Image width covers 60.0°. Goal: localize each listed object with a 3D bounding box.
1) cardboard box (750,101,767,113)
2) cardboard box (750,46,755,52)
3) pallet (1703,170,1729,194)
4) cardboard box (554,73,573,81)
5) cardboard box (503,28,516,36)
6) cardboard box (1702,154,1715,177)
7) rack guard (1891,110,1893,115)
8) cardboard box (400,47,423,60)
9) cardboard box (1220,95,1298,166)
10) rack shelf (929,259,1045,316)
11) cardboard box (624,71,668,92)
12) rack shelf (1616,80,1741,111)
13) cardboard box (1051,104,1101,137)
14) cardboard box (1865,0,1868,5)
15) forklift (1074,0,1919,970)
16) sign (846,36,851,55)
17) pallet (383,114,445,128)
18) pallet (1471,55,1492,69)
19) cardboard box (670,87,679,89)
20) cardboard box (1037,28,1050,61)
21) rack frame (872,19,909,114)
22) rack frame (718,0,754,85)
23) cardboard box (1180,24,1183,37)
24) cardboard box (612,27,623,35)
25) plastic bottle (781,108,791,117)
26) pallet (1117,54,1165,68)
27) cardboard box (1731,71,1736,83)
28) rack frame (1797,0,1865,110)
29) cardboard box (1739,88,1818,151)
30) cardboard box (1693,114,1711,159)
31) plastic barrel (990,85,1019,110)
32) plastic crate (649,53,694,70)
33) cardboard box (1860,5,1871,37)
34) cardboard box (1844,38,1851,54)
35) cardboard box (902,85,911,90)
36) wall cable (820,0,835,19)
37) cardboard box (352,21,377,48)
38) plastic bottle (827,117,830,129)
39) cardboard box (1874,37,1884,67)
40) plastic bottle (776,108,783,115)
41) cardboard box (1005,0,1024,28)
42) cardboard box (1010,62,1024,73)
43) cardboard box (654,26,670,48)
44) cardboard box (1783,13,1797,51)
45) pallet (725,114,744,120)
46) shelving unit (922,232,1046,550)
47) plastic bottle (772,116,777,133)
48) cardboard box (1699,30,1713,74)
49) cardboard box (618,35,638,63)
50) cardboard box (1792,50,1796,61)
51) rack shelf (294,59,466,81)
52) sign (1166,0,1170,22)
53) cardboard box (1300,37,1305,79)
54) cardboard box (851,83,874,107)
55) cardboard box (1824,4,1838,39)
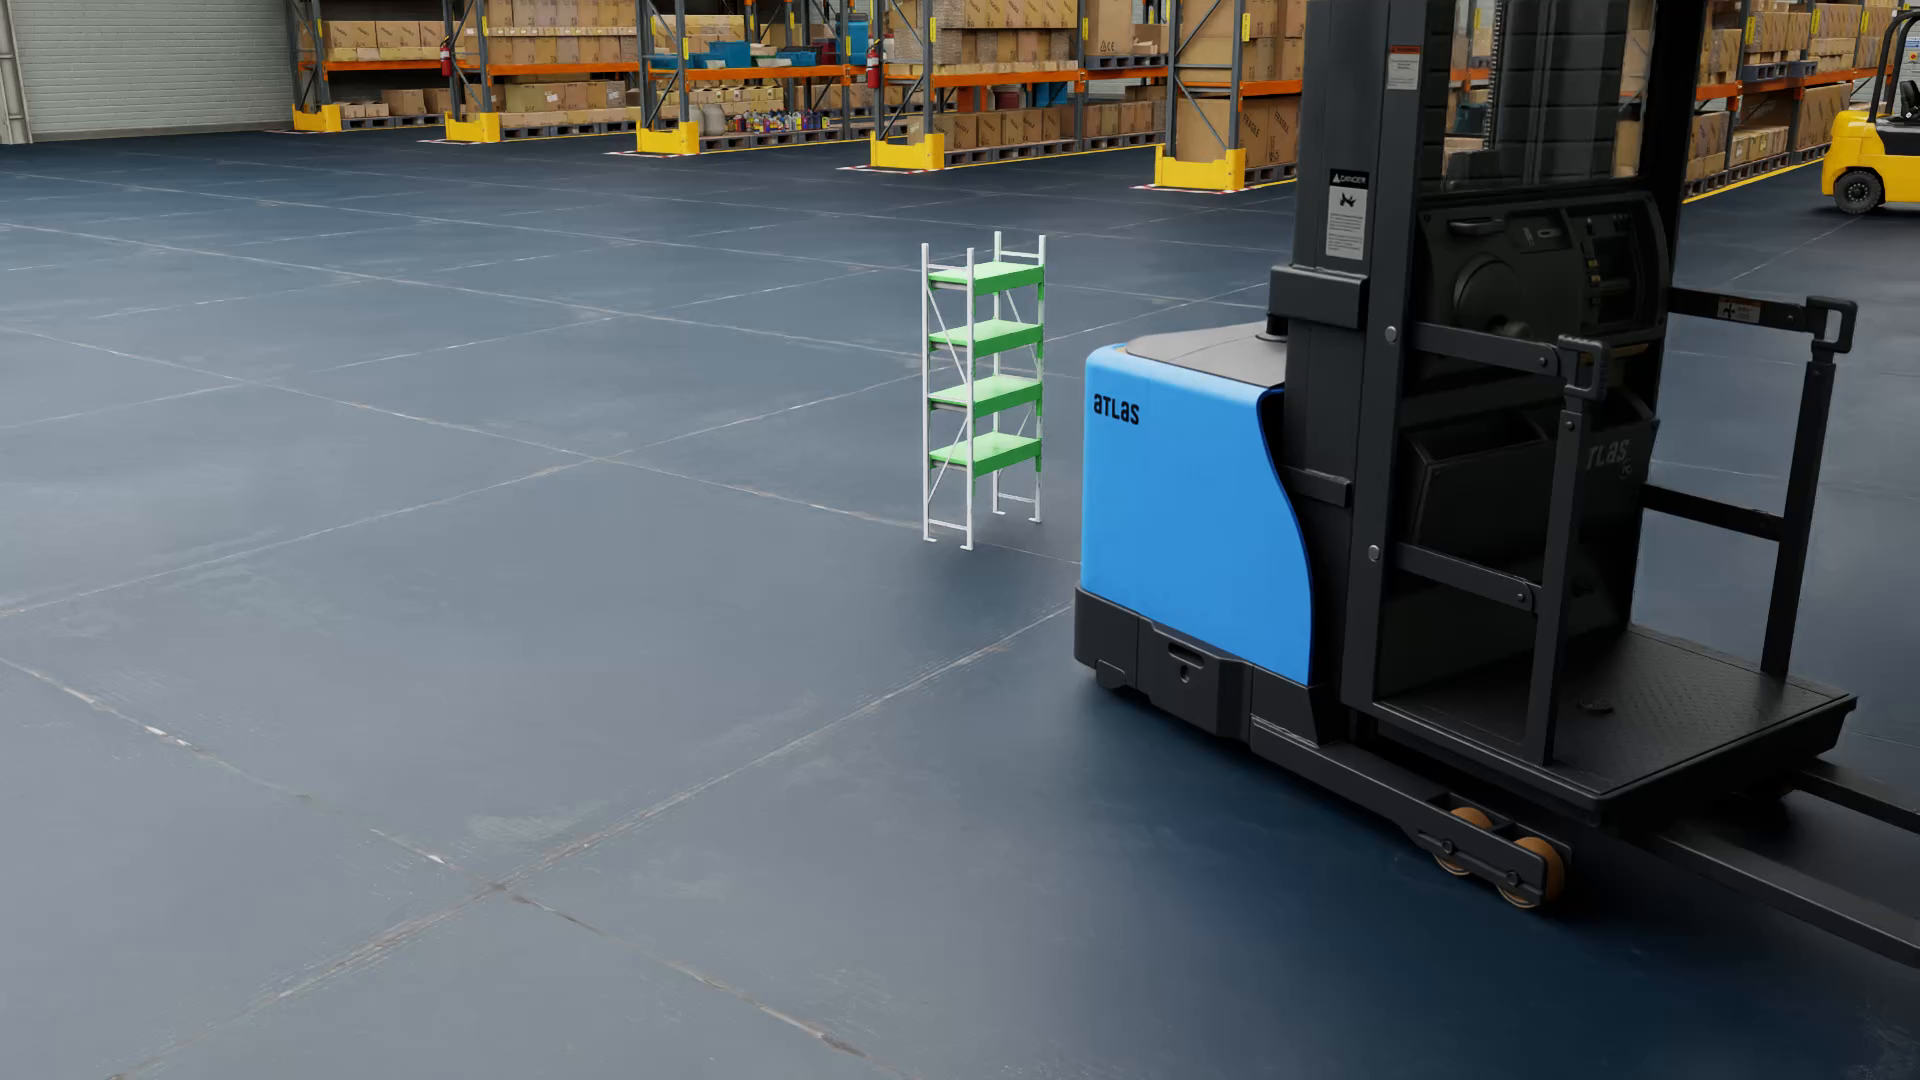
[{"bbox_3d":[-4.430,-9.158,35.155,0.500,0.250,0.500,12,21,34],"label":"cardboard box"},{"bbox_3d":[-4.697,-10.341,35.186,0.500,0.311,0.500,12,21,34],"label":"cardboard box"},{"bbox_3d":[9.149,-4.609,21.281,1.003,0.211,1.213,12,21,35],"label":"pallet"},{"bbox_3d":[-9.069,-10.382,37.378,0.500,0.250,0.500,12,21,34],"label":"cardboard box"},{"bbox_3d":[-8.213,-9.133,29.885,0.380,0.149,0.250,12,21,33],"label":"cardboard box"},{"bbox_3d":[9.075,-4.677,20.727,0.500,0.250,0.500,12,21,33],"label":"cardboard box"},{"bbox_3d":[16.685,-7.777,30.995,1.175,0.500,0.348,12,21,35],"label":"rack guard"},{"bbox_3d":[-11.301,-9.896,33.822,0.500,0.250,0.500,13,21,35],"label":"cardboard box"},{"bbox_3d":[3.975,-5.574,22.560,0.875,0.875,0.875,12,21,34],"label":"cardboard box"},{"bbox_3d":[0.099,-1.010,6.620,0.258,0.148,0.480,12,21,35],"label":"rack shelf"},{"bbox_3d":[-7.446,-10.763,39.311,0.750,0.750,0.750,12,21,34],"label":"cardboard box"},{"bbox_3d":[8.329,-5.287,19.975,1.077,0.370,4.000,12,21,35],"label":"rack shelf"},{"bbox_3d":[1.945,-7.017,27.805,0.700,0.500,0.500,11,20,31],"label":"cardboard box"},{"bbox_3d":[14.823,-8.941,27.579,0.380,0.149,0.250,13,21,35],"label":"cardboard box"},{"bbox_3d":[1.613,-0.683,4.052,1.130,2.935,3.031,-11,21,-33],"label":"forklift"},{"bbox_3d":[-1.981,-8.766,29.497,0.100,0.325,0.005,12,21,35],"label":"sign"},{"bbox_3d":[-11.471,-8.694,34.436,1.003,0.211,1.213,12,21,35],"label":"pallet"},{"bbox_3d":[8.207,-8.007,27.845,1.213,0.211,1.003,12,21,35],"label":"pallet"},{"bbox_3d":[-5.777,-9.155,34.201,0.500,0.311,0.500,12,21,35],"label":"cardboard box"},{"bbox_3d":[0.918,-7.839,26.309,0.875,0.500,0.500,12,21,35],"label":"cardboard box"},{"bbox_3d":[-1.625,-11.515,38.817,1.000,3.000,0.127,12,21,35],"label":"rack frame"},{"bbox_3d":[-5.606,-12.389,41.633,1.000,3.000,0.127,12,21,35],"label":"rack frame"},{"bbox_3d":[3.655,-8.923,29.595,0.500,0.500,0.500,10,20,28],"label":"cardboard box"},{"bbox_3d":[-6.685,-9.743,31.849,0.380,0.149,0.250,12,21,33],"label":"cardboard box"},{"bbox_3d":[-3.115,-7.534,29.722,0.144,0.351,0.185,12,21,35],"label":"plastic bottle"},{"bbox_3d":[2.798,-8.240,28.596,1.003,0.211,1.213,12,21,35],"label":"pallet"},{"bbox_3d":[9.574,-5.857,21.019,0.380,0.149,0.250,12,21,34],"label":"cardboard box"},{"bbox_3d":[14.287,-8.012,27.538,1.000,3.000,0.127,12,21,35],"label":"rack frame"},{"bbox_3d":[12.382,-6.395,25.205,0.875,0.875,0.875,12,21,34],"label":"cardboard box"},{"bbox_3d":[8.779,-4.921,20.247,0.500,0.500,0.500,14,22,38],"label":"cardboard box"},{"bbox_3d":[0.918,-9.123,34.474,0.600,0.588,0.708,12,21,35],"label":"plastic barrel"},{"bbox_3d":[-4.742,-7.882,27.368,0.499,0.251,0.616,12,21,35],"label":"plastic crate"},{"bbox_3d":[14.765,-8.608,27.602,0.500,0.500,0.500,13,21,35],"label":"cardboard box"},{"bbox_3d":[13.928,-7.911,26.622,0.500,0.250,0.500,13,22,36],"label":"cardboard box"},{"bbox_3d":[-1.514,-10.717,39.721,0.500,0.500,0.500,12,21,35],"label":"cardboard box"},{"bbox_3d":[-3.219,-14.299,46.070,0.084,1.984,1.851,12,21,35],"label":"wall cable"},{"bbox_3d":[-11.928,-10.004,32.906,0.500,0.500,0.500,12,21,35],"label":"cardboard box"},{"bbox_3d":[-2.382,-7.466,29.754,0.097,0.201,0.097,0,17,0],"label":"plastic bottle"},{"bbox_3d":[15.689,-8.485,28.891,0.500,0.500,0.500,13,22,36],"label":"cardboard box"},{"bbox_3d":[-3.230,-7.559,29.804,0.144,0.351,0.185,13,22,36],"label":"plastic bottle"},{"bbox_3d":[0.618,-8.013,25.184,0.500,0.500,0.500,12,21,35],"label":"cardboard box"},{"bbox_3d":[0.764,-7.280,25.604,0.380,0.149,0.250,12,21,35],"label":"cardboard box"},{"bbox_3d":[-7.175,-11.830,39.126,0.500,0.500,0.500,13,22,36],"label":"cardboard box"},{"bbox_3d":[11.257,-7.047,23.051,0.500,0.500,0.500,11,20,31],"label":"cardboard box"},{"bbox_3d":[-5.258,-8.752,34.622,1.003,0.211,1.213,12,21,35],"label":"pallet"},{"bbox_3d":[0.099,-0.612,6.744,0.258,1.200,0.503,12,21,35],"label":"shelving unit"},{"bbox_3d":[-3.205,-7.170,28.684,0.097,0.271,0.097,0,17,0],"label":"plastic bottle"},{"bbox_3d":[8.547,-5.776,19.666,0.500,0.500,0.500,12,21,34],"label":"cardboard box"},{"bbox_3d":[-6.651,-9.550,32.322,0.700,0.500,0.500,12,21,33],"label":"cardboard box"},{"bbox_3d":[11.525,-6.817,23.406,0.380,0.149,0.250,11,20,32],"label":"cardboard box"},{"bbox_3d":[-11.564,-9.664,34.070,1.077,0.370,4.000,12,21,35],"label":"rack shelf"},{"bbox_3d":[2.674,-6.770,21.186,0.100,0.325,0.005,12,21,35],"label":"sign"},{"bbox_3d":[4.313,-6.552,22.584,0.875,0.550,0.500,12,21,35],"label":"cardboard box"},{"bbox_3d":[-2.290,-10.127,37.822,0.500,0.500,0.500,13,21,35],"label":"cardboard box"},{"bbox_3d":[13.003,-7.900,25.320,0.500,0.500,0.500,13,22,36],"label":"cardboard box"}]
